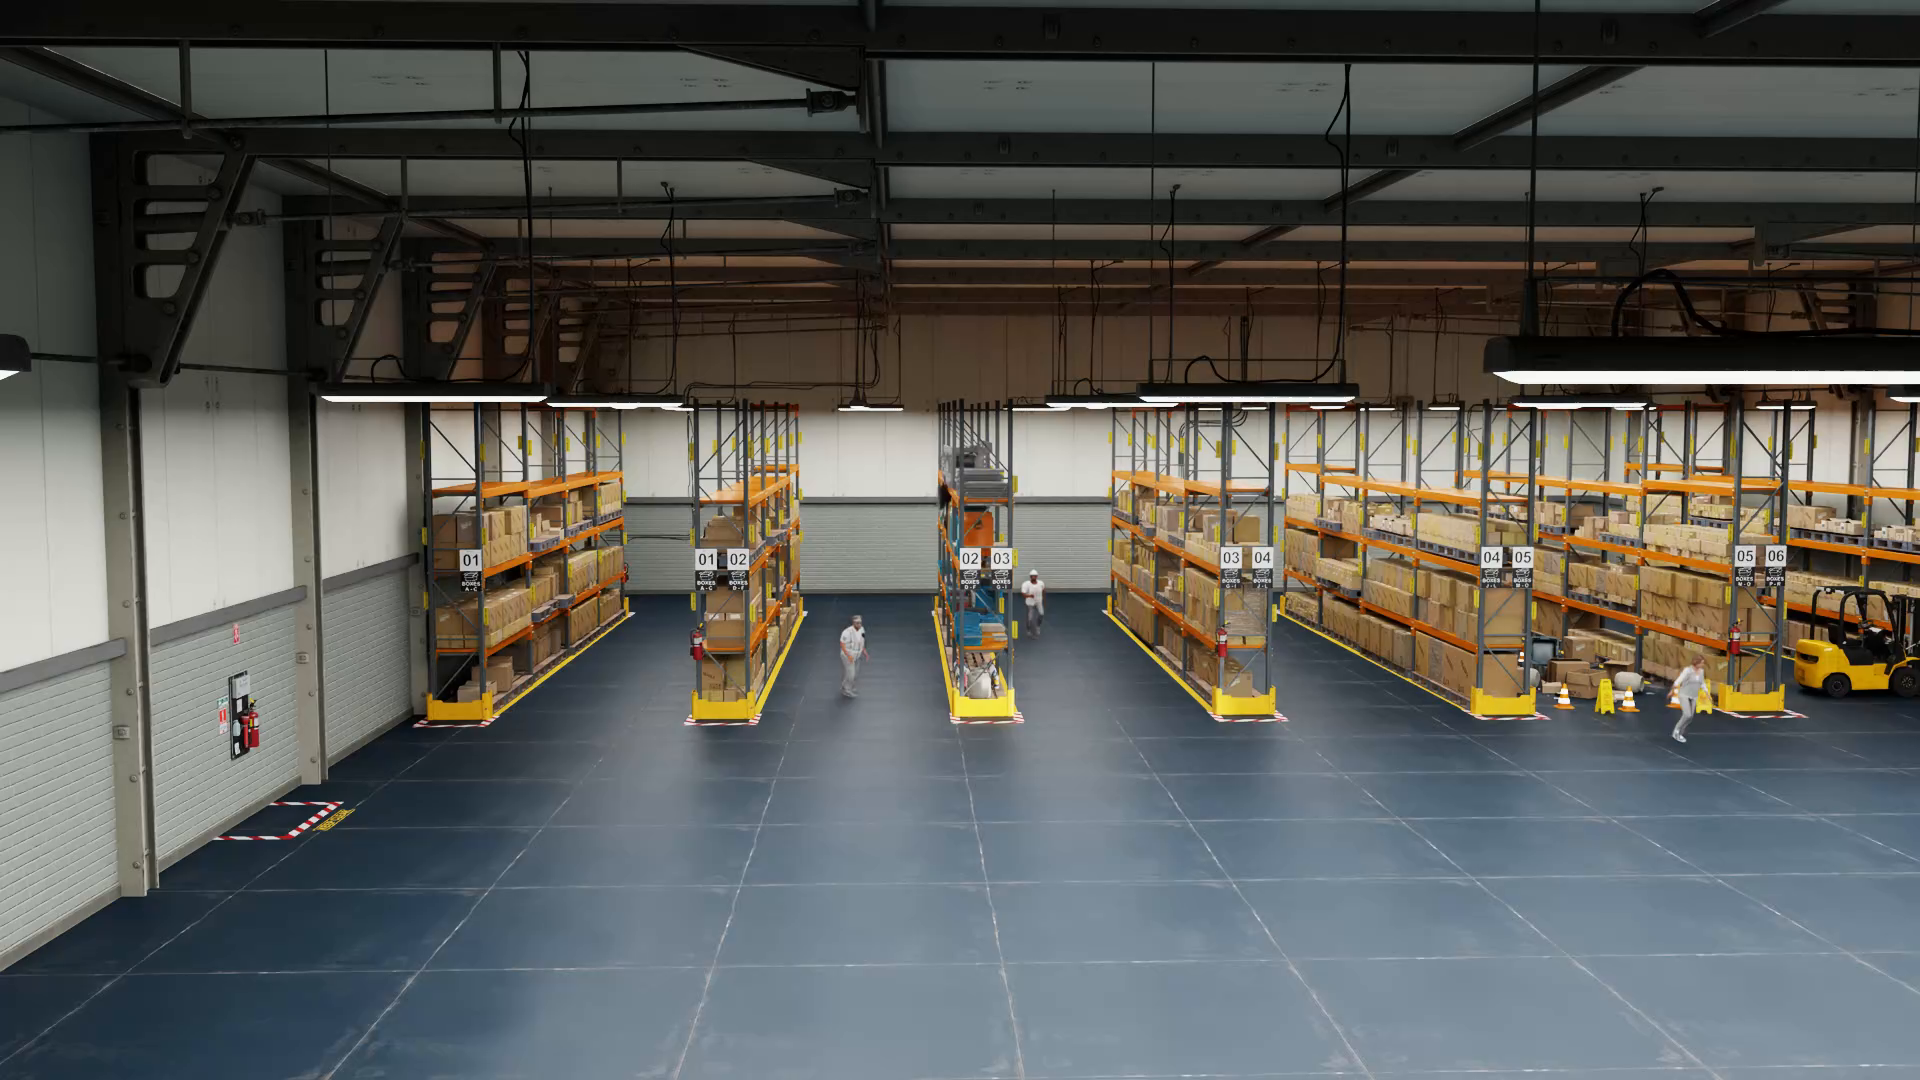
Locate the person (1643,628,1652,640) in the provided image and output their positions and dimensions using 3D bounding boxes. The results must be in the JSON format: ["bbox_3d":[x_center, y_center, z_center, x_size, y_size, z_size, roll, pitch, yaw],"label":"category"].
[{"bbox_3d":[17.474,1.756,41.519,0.599,1.630,0.901,-1,5,-17],"label":"person"}]

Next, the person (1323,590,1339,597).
[{"bbox_3d":[11.009,1.057,49.697,0.992,1.714,0.708,-2,5,-23],"label":"person"}]

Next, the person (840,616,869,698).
[{"bbox_3d":[-2.228,2.342,33.630,0.800,1.712,0.681,4,6,40],"label":"person"}]

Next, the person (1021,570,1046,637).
[{"bbox_3d":[1.871,1.613,42.033,0.676,1.726,0.827,-1,4,-11],"label":"person"}]

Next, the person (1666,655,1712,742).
[{"bbox_3d":[12.703,2.760,28.936,0.541,1.559,0.611,-2,5,-22],"label":"person"}]
